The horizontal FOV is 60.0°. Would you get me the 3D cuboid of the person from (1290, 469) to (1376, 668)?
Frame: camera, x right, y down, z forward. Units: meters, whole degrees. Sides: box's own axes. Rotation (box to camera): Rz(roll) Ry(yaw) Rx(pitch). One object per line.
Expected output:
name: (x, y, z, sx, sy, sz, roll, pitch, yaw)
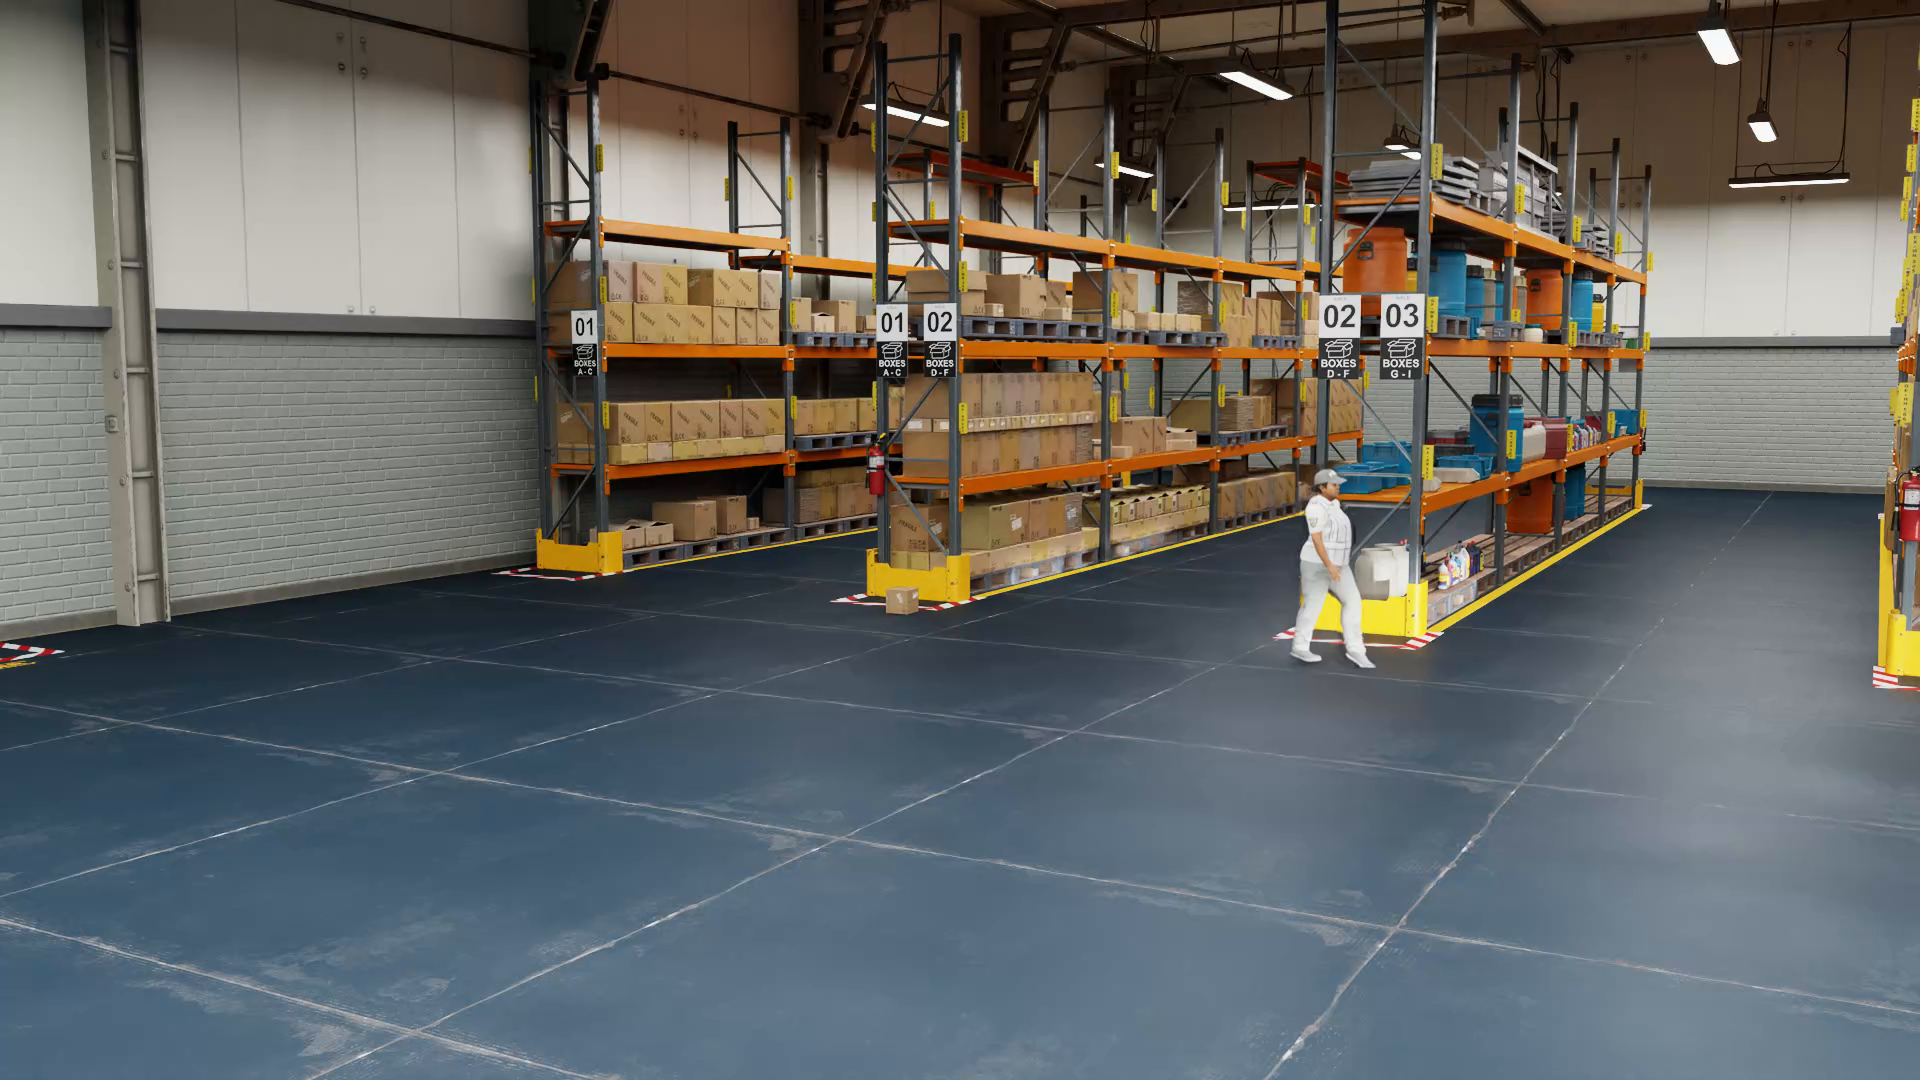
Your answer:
person: (3.145, 0.257, 14.059, 0.708, 1.713, 0.496, 5, 8, 41)
